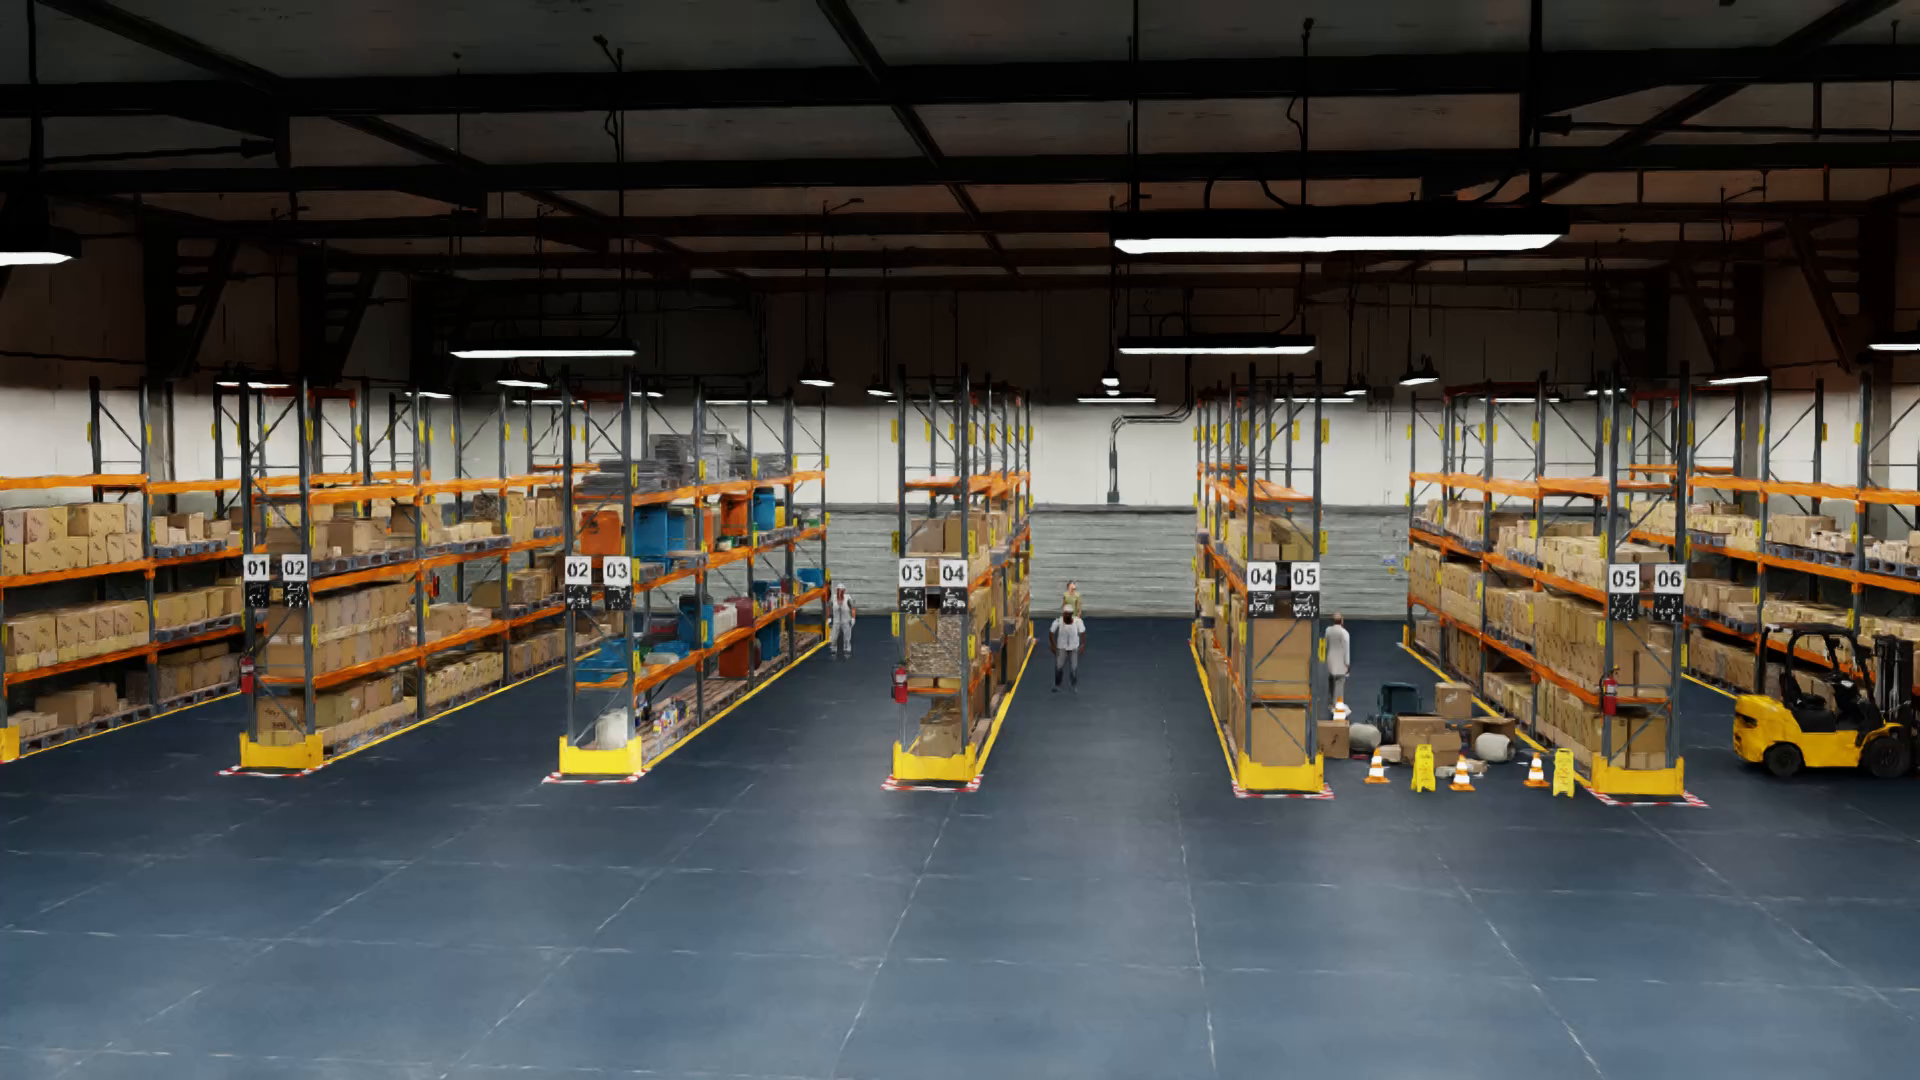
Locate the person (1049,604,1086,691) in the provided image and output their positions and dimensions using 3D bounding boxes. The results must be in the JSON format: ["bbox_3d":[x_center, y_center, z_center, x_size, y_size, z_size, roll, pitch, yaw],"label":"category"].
[{"bbox_3d":[2.082,2.088,32.202,0.719,1.714,0.578,0,4,3],"label":"person"}]

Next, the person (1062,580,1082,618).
[{"bbox_3d":[2.593,1.721,38.504,0.446,1.589,1.110,0,4,3],"label":"person"}]

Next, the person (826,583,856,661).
[{"bbox_3d":[-2.613,1.800,36.488,0.677,1.742,0.551,0,4,4],"label":"person"}]

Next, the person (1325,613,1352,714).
[{"bbox_3d":[6.796,2.189,29.756,0.514,1.782,0.638,-2,4,-26],"label":"person"}]
